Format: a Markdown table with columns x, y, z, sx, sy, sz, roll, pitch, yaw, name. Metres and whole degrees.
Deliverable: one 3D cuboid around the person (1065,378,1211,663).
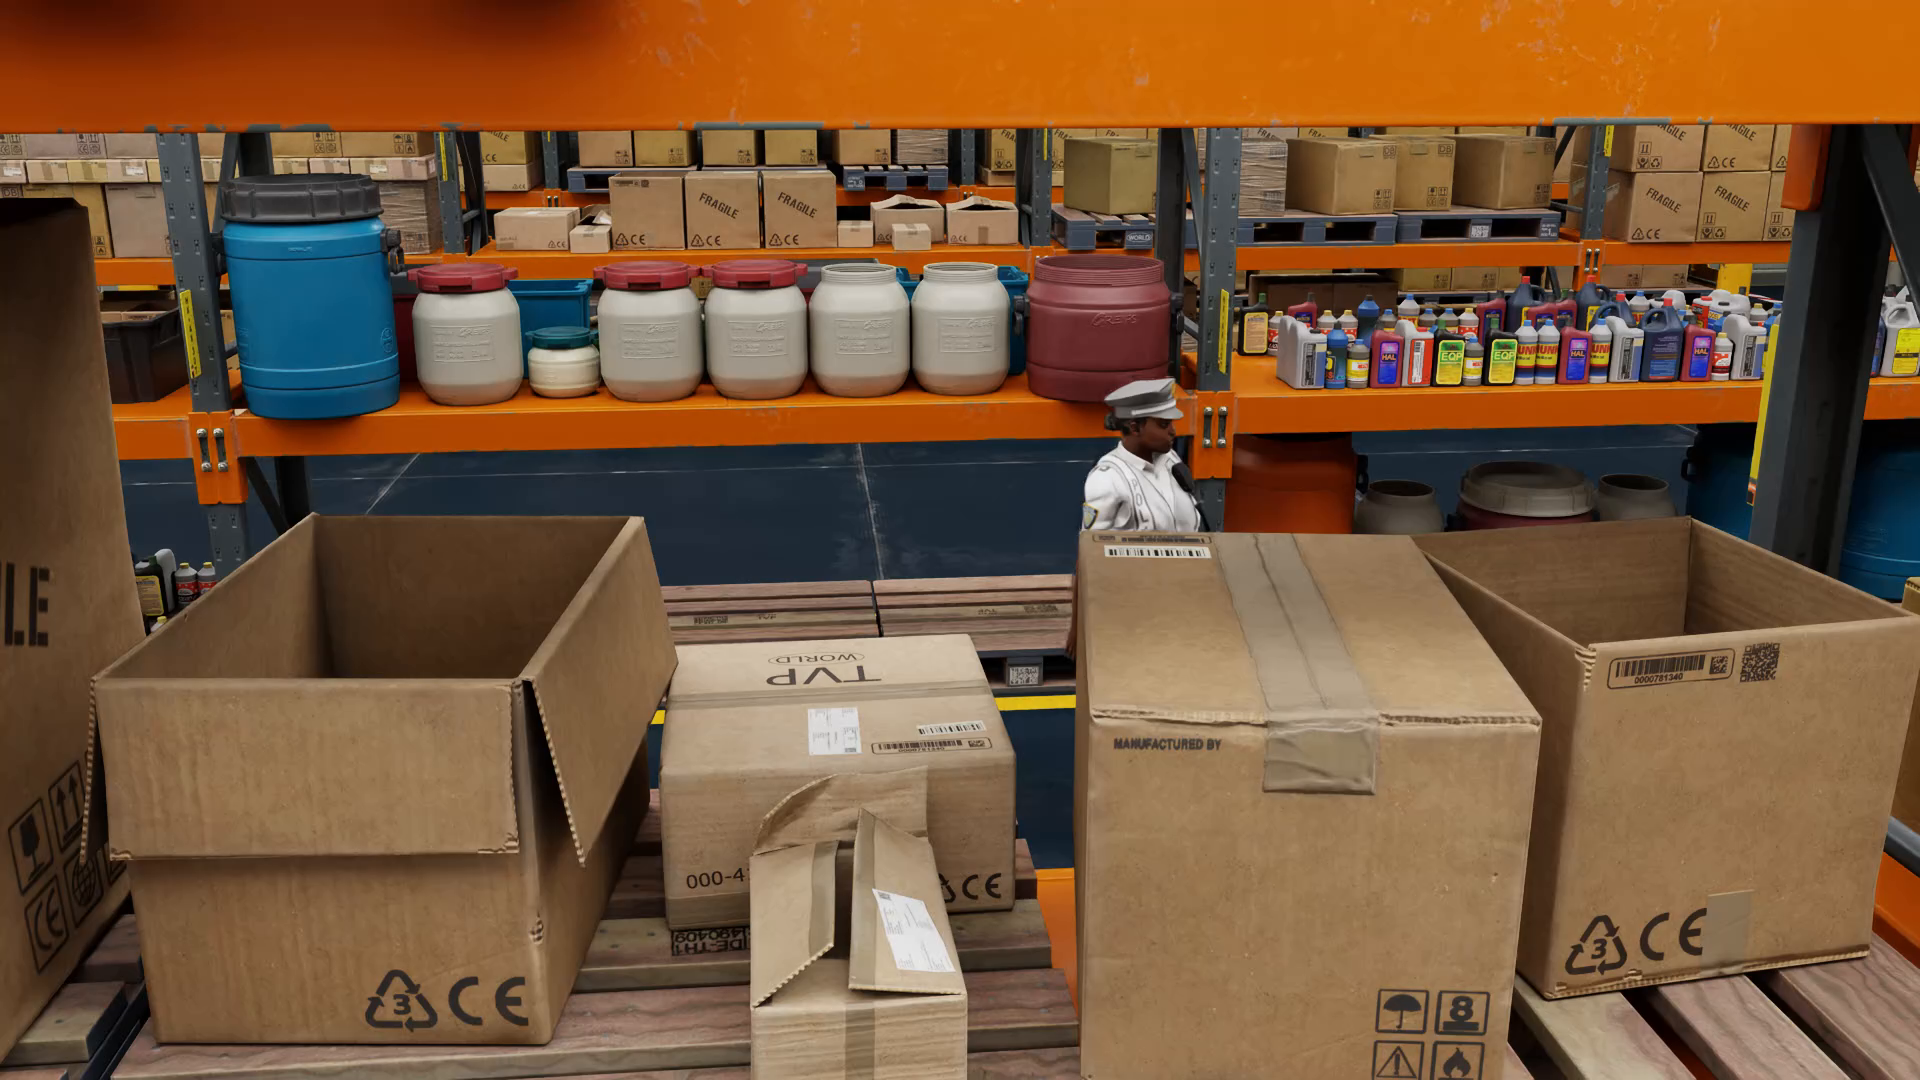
| x | y | z | sx | sy | sz | roll | pitch | yaw | name |
| --- | --- | --- | --- | --- | --- | --- | --- | --- | --- |
| 0.718 | 0.246 | 5.733 | 0.476 | 1.619 | 0.979 | -16 | 23 | -41 | person |
